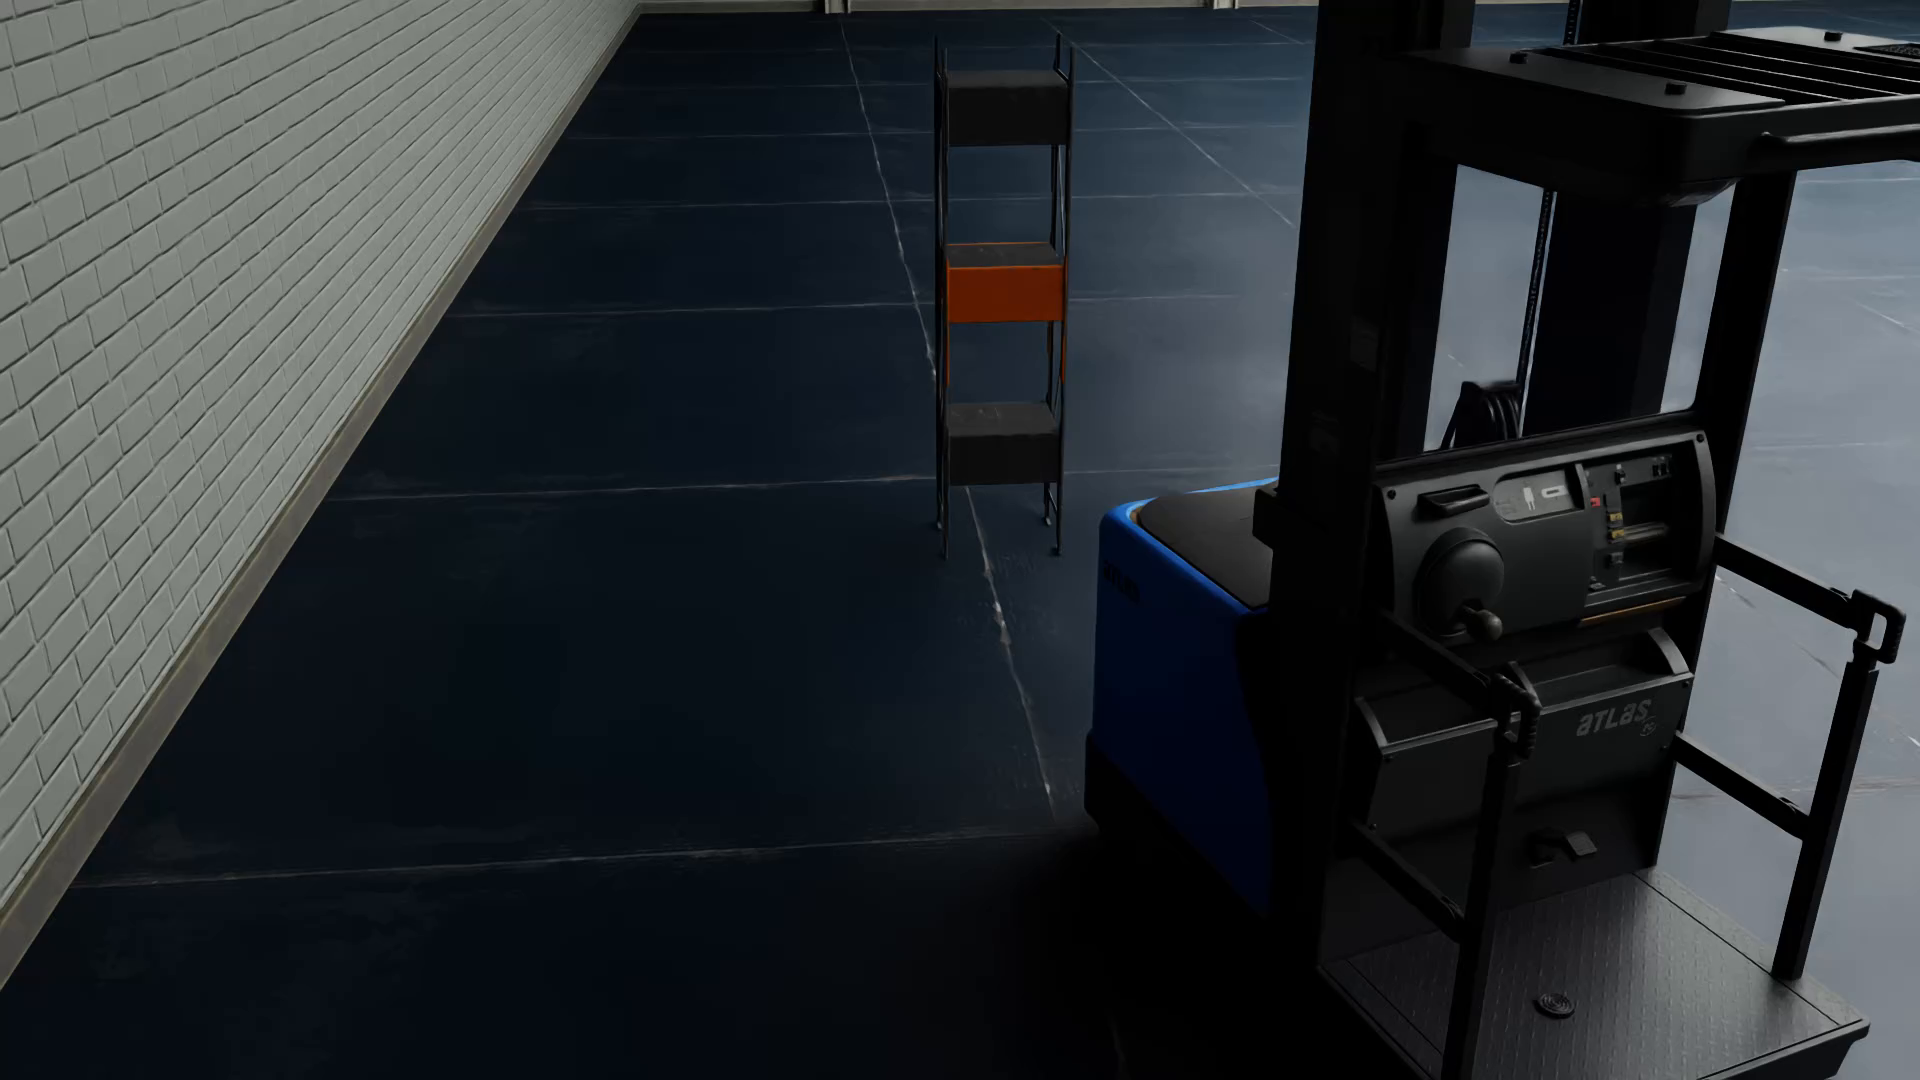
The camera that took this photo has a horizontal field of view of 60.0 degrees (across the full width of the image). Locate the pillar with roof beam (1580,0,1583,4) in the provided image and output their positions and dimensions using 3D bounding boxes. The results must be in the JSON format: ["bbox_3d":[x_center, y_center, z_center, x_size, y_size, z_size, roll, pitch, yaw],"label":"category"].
[{"bbox_3d":[10.497,-10.907,20.709,0.400,9.000,9.100,-2,24,-5],"label":"pillar with roof beam"}]

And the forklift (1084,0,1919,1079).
[{"bbox_3d":[1.435,0.015,3.607,1.130,2.935,3.031,-10,26,-21],"label":"forklift"}]

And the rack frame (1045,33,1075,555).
[{"bbox_3d":[0.408,-0.976,6.860,0.015,2.100,0.400,-2,24,-5],"label":"rack frame"}]

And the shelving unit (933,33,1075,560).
[{"bbox_3d":[0.165,-0.966,6.838,0.503,2.100,0.431,-2,24,-5],"label":"shelving unit"}]

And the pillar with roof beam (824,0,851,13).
[{"bbox_3d":[-1.445,-10.428,19.631,0.400,9.000,9.100,-2,24,-5],"label":"pillar with roof beam"}]

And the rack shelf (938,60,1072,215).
[{"bbox_3d":[0.165,-1.593,6.560,0.480,0.518,0.431,-2,24,-5],"label":"rack shelf"}]

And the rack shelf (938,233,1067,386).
[{"bbox_3d":[0.165,-0.954,6.844,0.480,0.518,0.431,-2,24,-5],"label":"rack shelf"}]

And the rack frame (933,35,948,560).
[{"bbox_3d":[-0.078,-0.956,6.816,0.015,2.100,0.400,-2,24,-5],"label":"rack frame"}]

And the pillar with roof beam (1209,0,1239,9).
[{"bbox_3d":[4.526,-10.667,20.170,0.400,9.000,9.100,-2,24,-5],"label":"pillar with roof beam"}]

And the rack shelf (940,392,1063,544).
[{"bbox_3d":[0.165,-0.314,7.128,0.480,0.518,0.431,-2,24,-5],"label":"rack shelf"}]
